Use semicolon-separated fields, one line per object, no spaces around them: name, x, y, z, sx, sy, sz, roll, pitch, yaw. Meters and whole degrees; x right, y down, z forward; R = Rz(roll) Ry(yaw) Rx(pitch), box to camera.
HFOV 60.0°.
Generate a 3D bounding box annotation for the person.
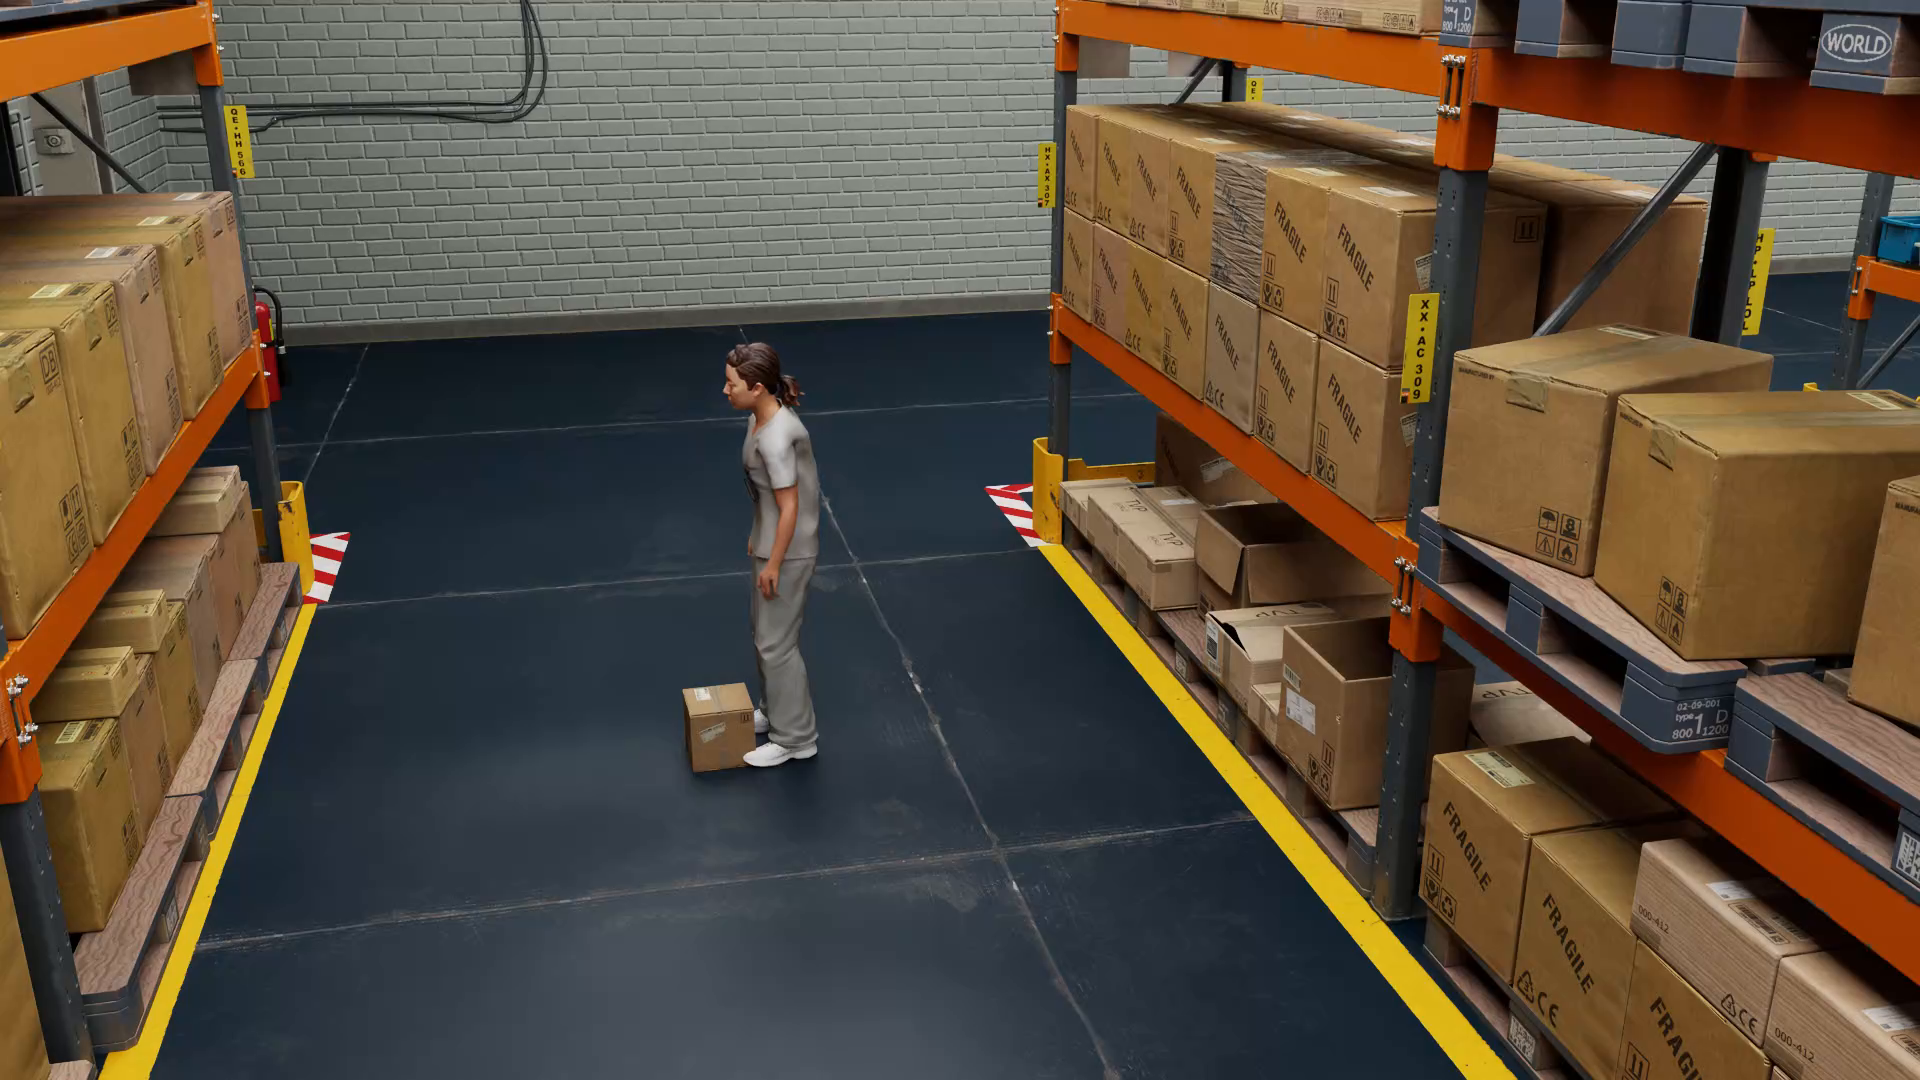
person;-0.721;0.049;6.434;0.357;1.673;0.486;-4;20;-12
